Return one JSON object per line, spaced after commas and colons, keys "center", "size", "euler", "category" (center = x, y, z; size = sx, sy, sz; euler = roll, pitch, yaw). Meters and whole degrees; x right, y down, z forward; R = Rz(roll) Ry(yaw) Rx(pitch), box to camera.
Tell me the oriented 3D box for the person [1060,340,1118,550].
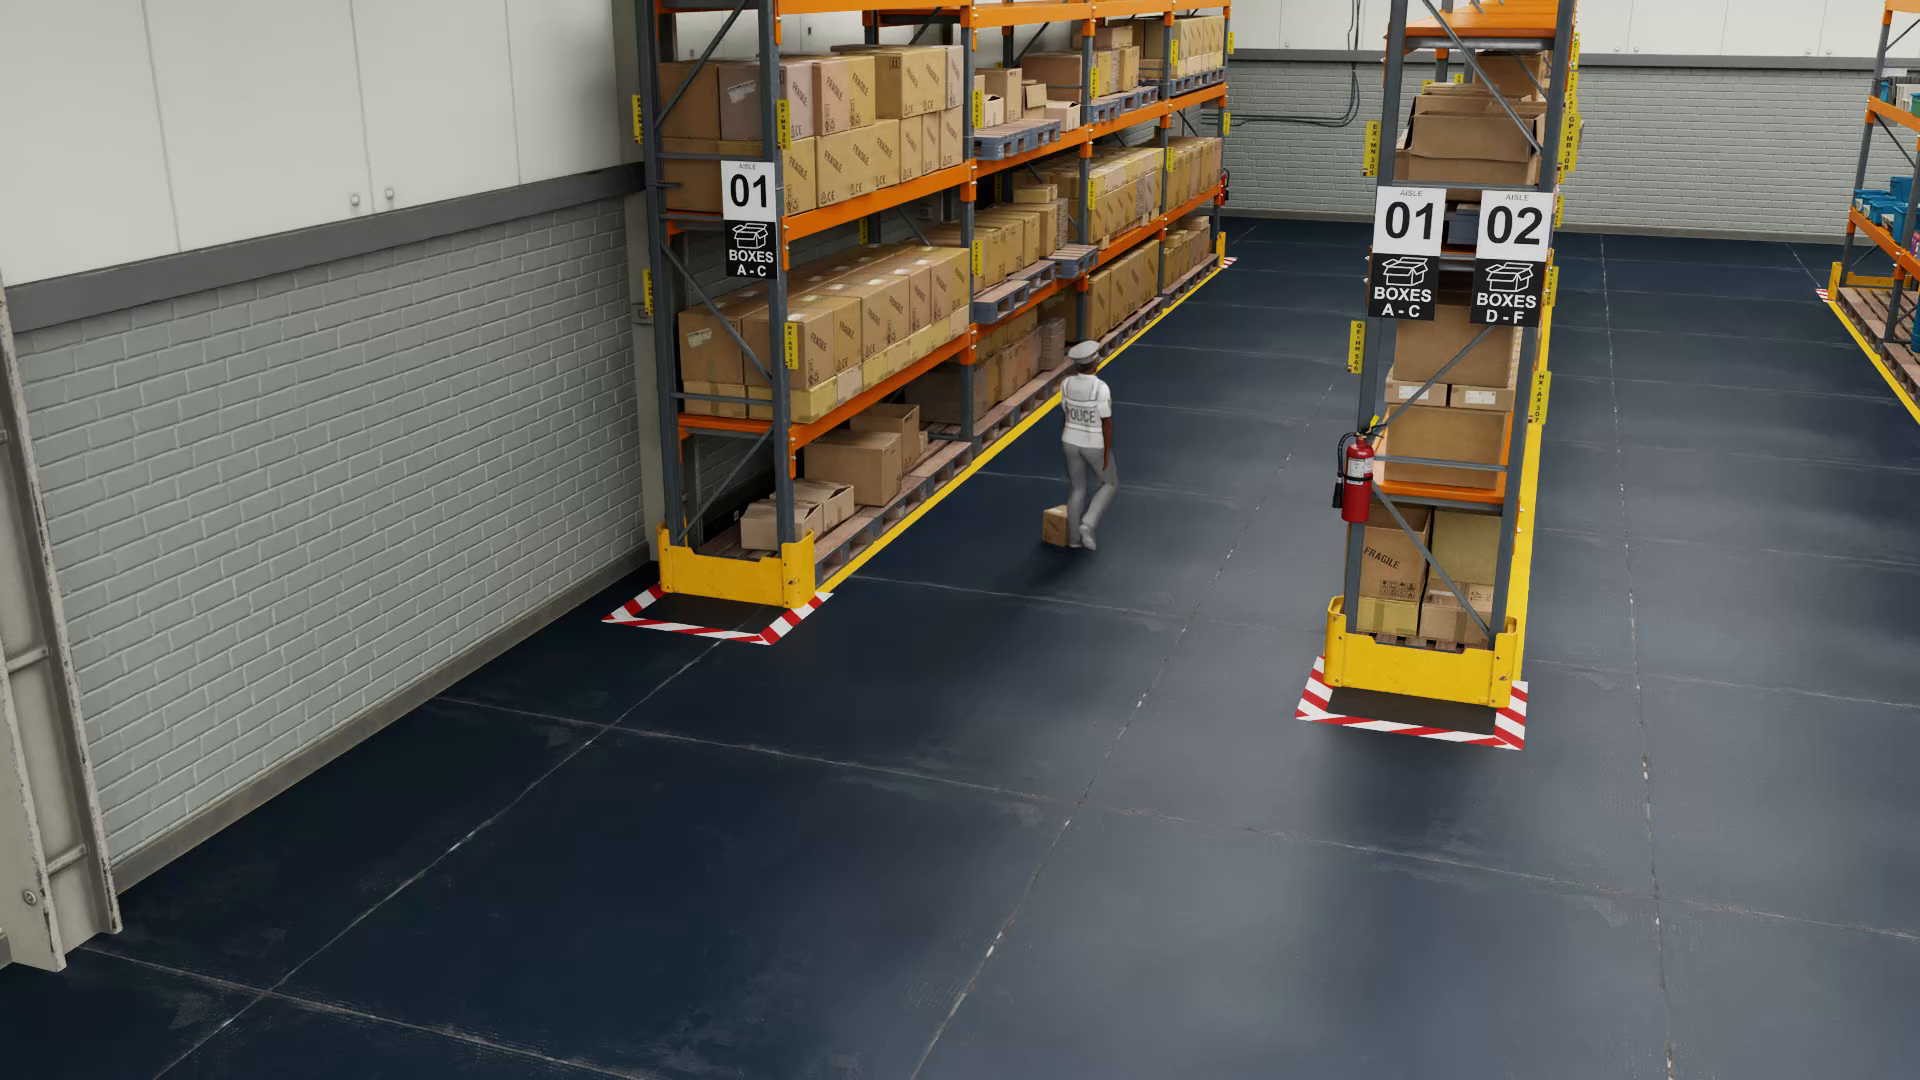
{"center": [1.015, -0.743, 13.148], "size": [0.456, 1.687, 0.442], "euler": [10, 21, 27], "category": "person"}
